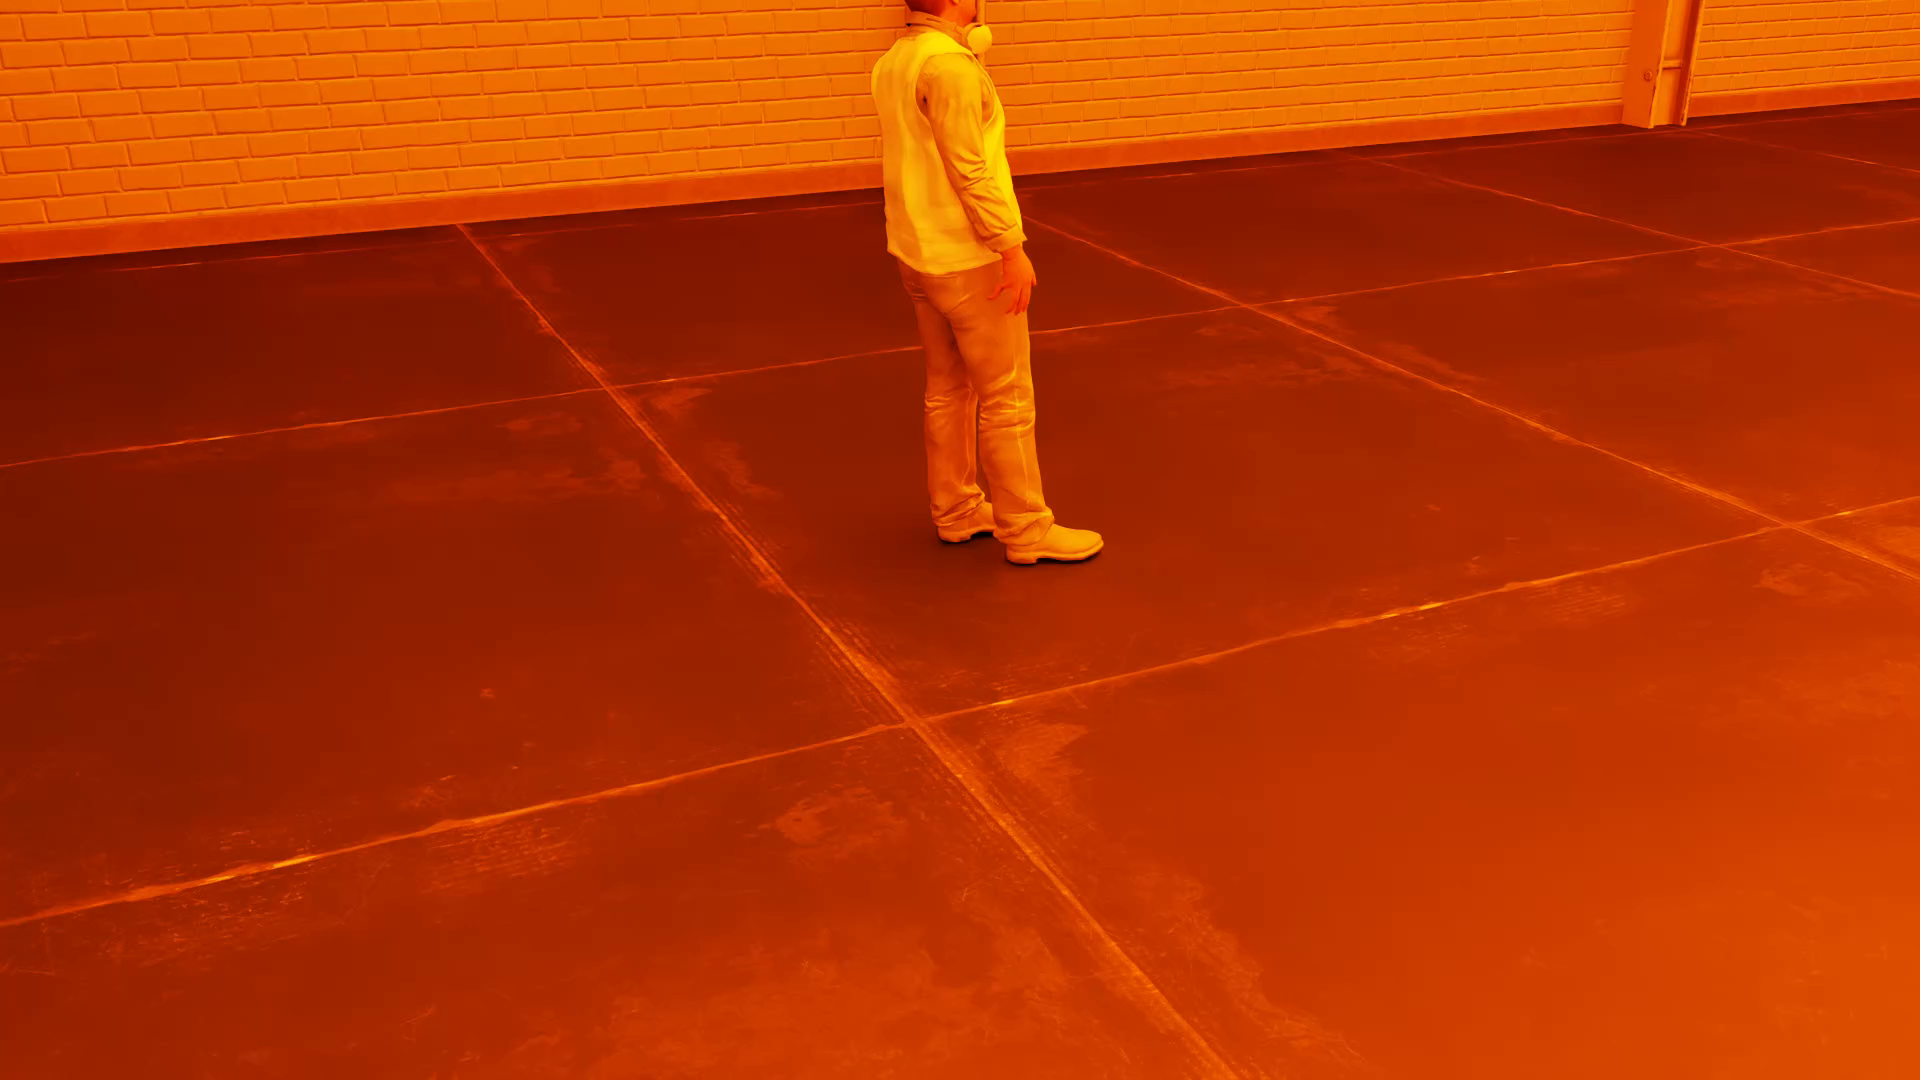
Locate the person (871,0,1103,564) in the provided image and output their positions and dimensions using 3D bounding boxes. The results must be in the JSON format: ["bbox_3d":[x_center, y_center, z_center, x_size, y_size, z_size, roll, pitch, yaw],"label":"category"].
[{"bbox_3d":[0.060,-0.833,4.781,0.568,1.773,0.632,-10,25,-23],"label":"person"}]
